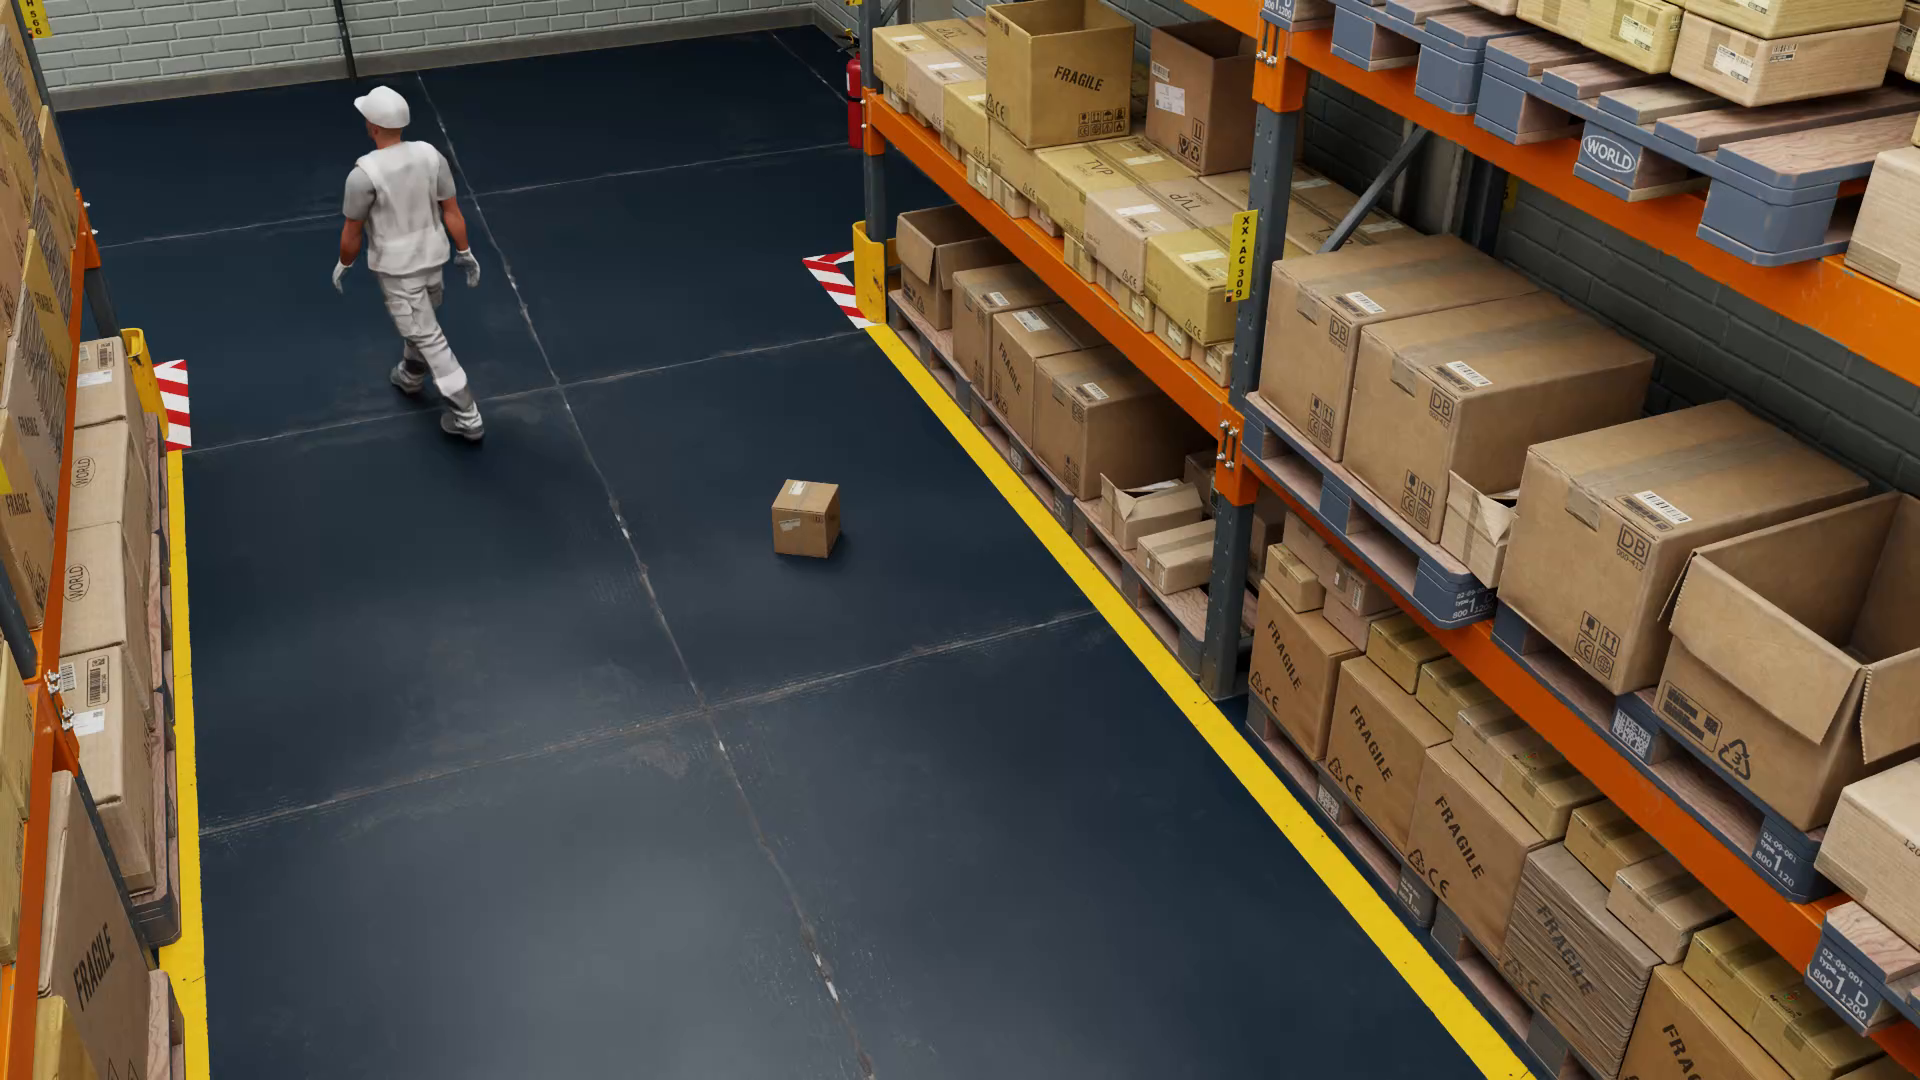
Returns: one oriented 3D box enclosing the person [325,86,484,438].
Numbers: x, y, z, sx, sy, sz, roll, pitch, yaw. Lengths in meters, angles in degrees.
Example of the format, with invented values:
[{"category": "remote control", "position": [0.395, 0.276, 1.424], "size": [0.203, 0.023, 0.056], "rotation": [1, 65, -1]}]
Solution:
[{"category": "person", "position": [-2.823, -1.406, 8.251], "size": [1.024, 1.733, 0.600], "rotation": [22, 39, 30]}]
